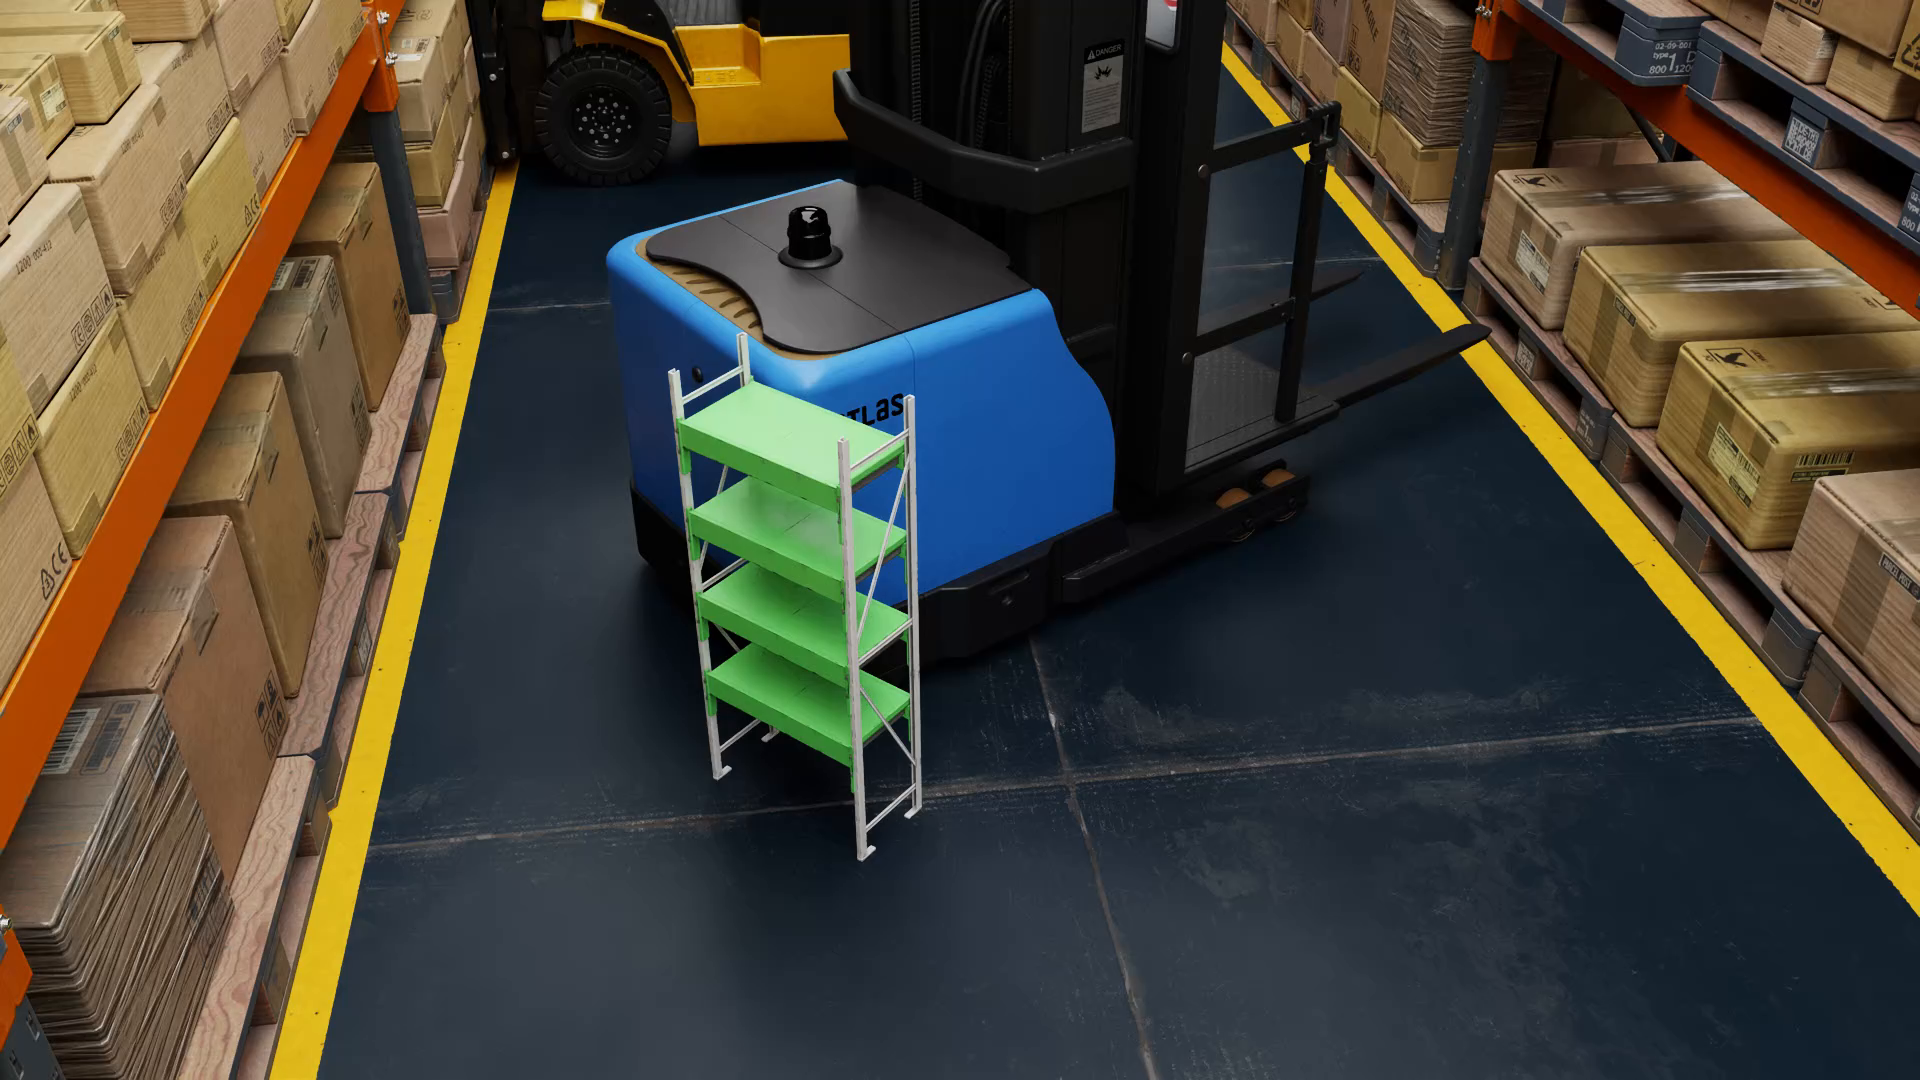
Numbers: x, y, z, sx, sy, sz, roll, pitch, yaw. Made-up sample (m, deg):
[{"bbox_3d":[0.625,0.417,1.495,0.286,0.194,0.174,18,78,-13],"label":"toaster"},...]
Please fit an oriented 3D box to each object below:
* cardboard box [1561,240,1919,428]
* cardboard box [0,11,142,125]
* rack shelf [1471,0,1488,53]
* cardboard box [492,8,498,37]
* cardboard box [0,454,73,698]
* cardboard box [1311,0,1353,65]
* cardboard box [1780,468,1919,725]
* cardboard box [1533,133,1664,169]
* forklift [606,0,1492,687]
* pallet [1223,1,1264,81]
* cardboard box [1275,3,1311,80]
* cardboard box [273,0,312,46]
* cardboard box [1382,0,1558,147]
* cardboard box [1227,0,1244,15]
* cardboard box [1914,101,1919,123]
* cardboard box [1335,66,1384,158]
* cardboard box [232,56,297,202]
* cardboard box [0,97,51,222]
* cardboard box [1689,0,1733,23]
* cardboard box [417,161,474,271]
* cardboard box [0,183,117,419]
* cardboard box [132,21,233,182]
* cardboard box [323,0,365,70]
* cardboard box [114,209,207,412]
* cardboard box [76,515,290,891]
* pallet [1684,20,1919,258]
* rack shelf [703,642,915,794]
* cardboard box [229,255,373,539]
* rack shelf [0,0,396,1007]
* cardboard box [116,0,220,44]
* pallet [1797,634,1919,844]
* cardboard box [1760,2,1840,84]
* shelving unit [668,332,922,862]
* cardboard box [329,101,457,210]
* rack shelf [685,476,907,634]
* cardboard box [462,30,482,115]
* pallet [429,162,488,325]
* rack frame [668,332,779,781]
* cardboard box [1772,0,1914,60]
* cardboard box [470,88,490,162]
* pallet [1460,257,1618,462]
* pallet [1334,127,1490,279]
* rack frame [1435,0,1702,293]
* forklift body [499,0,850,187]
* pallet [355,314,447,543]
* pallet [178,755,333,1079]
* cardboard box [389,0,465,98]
[{"bbox_3d":[2.624,-0.703,5.579,0.950,0.372,0.625,-2,34,-3],"label":"cardboard box"},{"bbox_3d":[-1.865,-0.928,3.283,0.380,0.149,0.250,-4,34,-5],"label":"cardboard box"},{"bbox_3d":[2.182,-3.128,7.815,1.077,0.370,4.000,-4,35,-6],"label":"rack shelf"},{"bbox_3d":[-2.483,-2.592,8.015,0.500,0.250,0.500,-5,35,-7],"label":"cardboard box"},{"bbox_3d":[-1.747,0.097,2.577,0.500,0.250,0.500,-4,35,-6],"label":"cardboard box"},{"bbox_3d":[1.965,-2.534,7.708,0.500,0.500,0.500,-3,34,-4],"label":"cardboard box"},{"bbox_3d":[2.815,0.108,4.388,0.950,0.372,0.625,-5,35,-7],"label":"cardboard box"},{"bbox_3d":[2.639,-1.696,7.144,0.500,0.250,0.500,-6,35,-9],"label":"cardboard box"},{"bbox_3d":[0.499,-1.421,4.733,3.031,2.935,1.130,-23,40,-30],"label":"forklift"},{"bbox_3d":[1.997,-2.890,9.304,1.003,0.211,1.213,-4,35,-6],"label":"pallet"},{"bbox_3d":[1.894,-2.518,8.351,0.500,0.250,0.500,-2,34,-3],"label":"cardboard box"},{"bbox_3d":[-2.072,-1.535,4.527,0.500,0.250,0.500,-5,35,-8],"label":"cardboard box"},{"bbox_3d":[2.105,-1.966,6.874,0.500,0.500,0.500,-5,35,-7],"label":"cardboard box"},{"bbox_3d":[1.747,-3.107,9.215,0.500,0.250,0.500,-5,35,-7],"label":"cardboard box"},{"bbox_3d":[2.539,-1.036,3.957,0.380,0.149,0.250,-4,34,-6],"label":"cardboard box"},{"bbox_3d":[2.023,-1.952,7.520,0.500,0.250,0.500,-5,35,-8],"label":"cardboard box"},{"bbox_3d":[-2.031,-1.048,4.258,0.500,0.250,0.500,-4,34,-6],"label":"cardboard box"},{"bbox_3d":[-1.825,-0.644,2.866,0.380,0.149,0.250,-4,34,-6],"label":"cardboard box"},{"bbox_3d":[2.344,-1.607,4.795,0.380,0.149,0.250,-4,34,-6],"label":"cardboard box"},{"bbox_3d":[-2.205,-1.263,6.509,0.500,0.250,0.500,-4,34,-6],"label":"cardboard box"},{"bbox_3d":[-1.813,-0.389,2.847,0.500,0.250,0.500,-3,34,-5],"label":"cardboard box"},{"bbox_3d":[-1.960,-0.966,3.693,0.500,0.250,0.500,-4,34,-6],"label":"cardboard box"},{"bbox_3d":[-2.141,-1.608,5.079,0.500,0.250,0.500,-4,34,-5],"label":"cardboard box"},{"bbox_3d":[-1.886,-0.471,3.411,0.500,0.250,0.500,-5,35,-8],"label":"cardboard box"},{"bbox_3d":[-2.096,0.396,3.742,0.875,0.625,0.625,-3,34,-5],"label":"cardboard box"},{"bbox_3d":[2.682,-1.099,4.370,1.003,0.211,1.213,-4,35,-6],"label":"pallet"},{"bbox_3d":[-0.370,0.408,4.125,0.480,0.148,0.258,23,40,30],"label":"rack shelf"},{"bbox_3d":[-2.290,-0.399,4.908,0.875,0.625,0.625,-5,35,-7],"label":"cardboard box"},{"bbox_3d":[-2.199,-0.518,3.985,1.077,0.370,4.000,-4,35,-6],"label":"rack shelf"},{"bbox_3d":[-1.888,-1.214,3.703,0.380,0.149,0.250,-5,35,-8],"label":"cardboard box"},{"bbox_3d":[2.885,0.639,4.125,1.003,0.211,1.213,-4,35,-6],"label":"pallet"},{"bbox_3d":[2.359,-1.317,4.369,0.380,0.149,0.250,-3,34,-5],"label":"cardboard box"},{"bbox_3d":[-0.370,0.157,3.954,0.503,1.200,0.258,23,40,30],"label":"shelving unit"},{"bbox_3d":[-2.227,-1.468,6.366,0.500,0.250,0.500,-5,35,-7],"label":"cardboard box"},{"bbox_3d":[-0.370,0.011,3.855,0.480,0.148,0.258,23,40,30],"label":"rack shelf"},{"bbox_3d":[-2.353,-2.031,7.191,0.500,0.250,0.500,-5,35,-7],"label":"cardboard box"},{"bbox_3d":[-2.533,-1.226,6.861,1.003,0.211,1.213,-4,35,-6],"label":"pallet"},{"bbox_3d":[-0.566,0.075,4.075,0.015,1.200,0.240,23,40,30],"label":"rack frame"},{"bbox_3d":[2.430,-1.521,4.093,0.500,0.500,0.500,-6,35,-8],"label":"cardboard box"},{"bbox_3d":[-2.373,-1.831,7.342,0.500,0.250,0.500,-4,34,-6],"label":"cardboard box"},{"bbox_3d":[2.557,-0.722,6.123,1.003,0.211,1.213,-4,35,-6],"label":"pallet"},{"bbox_3d":[2.325,-1.529,7.306,1.003,0.211,1.213,-4,35,-6],"label":"pallet"},{"bbox_3d":[2.451,-2.309,5.975,1.000,3.000,0.127,-4,35,-6],"label":"rack frame"},{"bbox_3d":[-0.943,-2.892,7.584,2.313,2.155,1.214,-4,35,-6],"label":"forklift body"},{"bbox_3d":[-2.330,-0.371,5.606,1.003,0.211,1.213,-4,35,-6],"label":"pallet"},{"bbox_3d":[-2.002,0.991,3.608,1.003,0.211,1.213,-4,35,-6],"label":"pallet"},{"bbox_3d":[-2.280,-1.961,6.645,0.500,0.250,0.500,-4,35,-6],"label":"cardboard box"}]
